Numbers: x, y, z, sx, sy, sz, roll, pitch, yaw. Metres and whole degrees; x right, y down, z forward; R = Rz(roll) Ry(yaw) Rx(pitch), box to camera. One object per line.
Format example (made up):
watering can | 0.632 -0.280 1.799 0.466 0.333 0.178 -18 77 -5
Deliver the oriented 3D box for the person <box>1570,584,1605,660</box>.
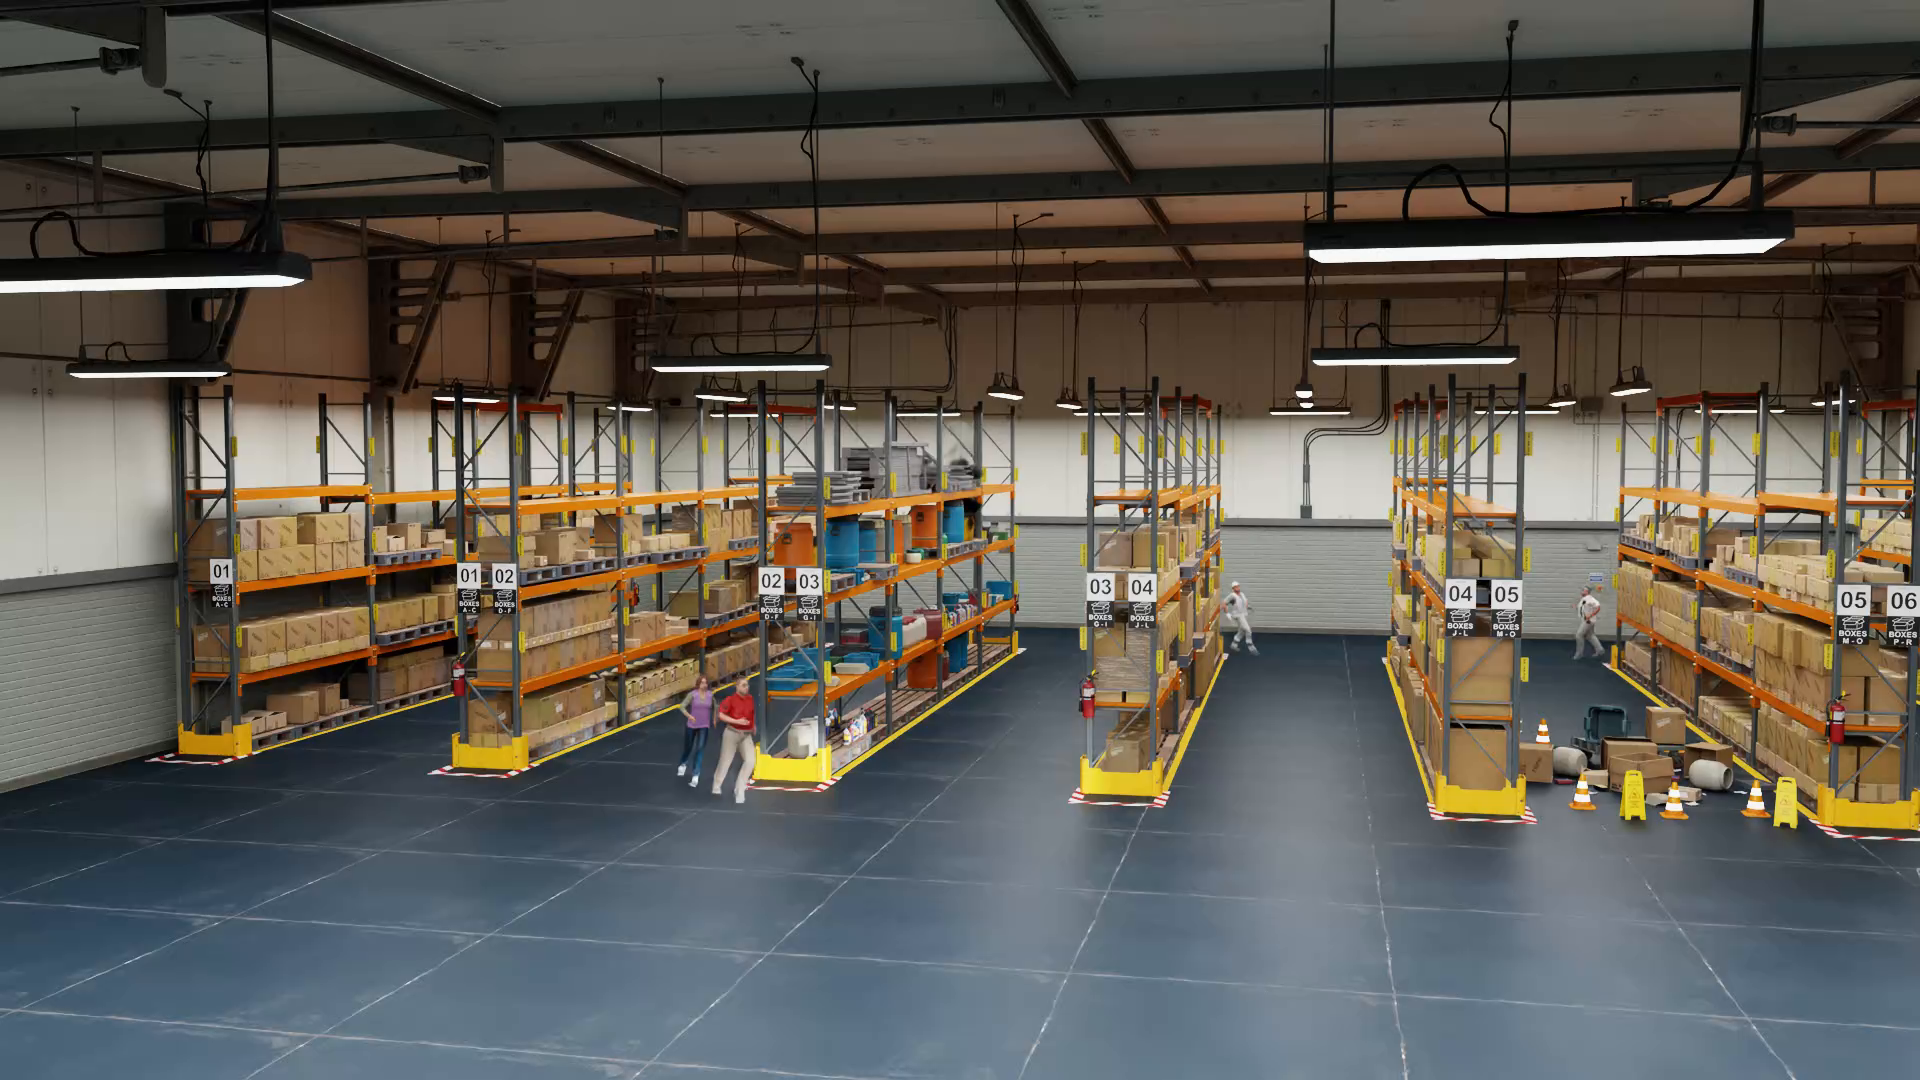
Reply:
person | 14.727 1.946 38.983 0.767 1.848 0.662 1 3 14

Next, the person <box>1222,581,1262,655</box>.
person | 6.802 1.870 39.985 0.911 1.755 0.715 3 4 39

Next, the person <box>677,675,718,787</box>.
person | -3.897 2.812 24.830 0.609 1.586 0.842 -1 3 -15

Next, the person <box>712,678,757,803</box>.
person | -3.165 2.844 23.691 0.711 1.773 0.760 -2 4 -37
